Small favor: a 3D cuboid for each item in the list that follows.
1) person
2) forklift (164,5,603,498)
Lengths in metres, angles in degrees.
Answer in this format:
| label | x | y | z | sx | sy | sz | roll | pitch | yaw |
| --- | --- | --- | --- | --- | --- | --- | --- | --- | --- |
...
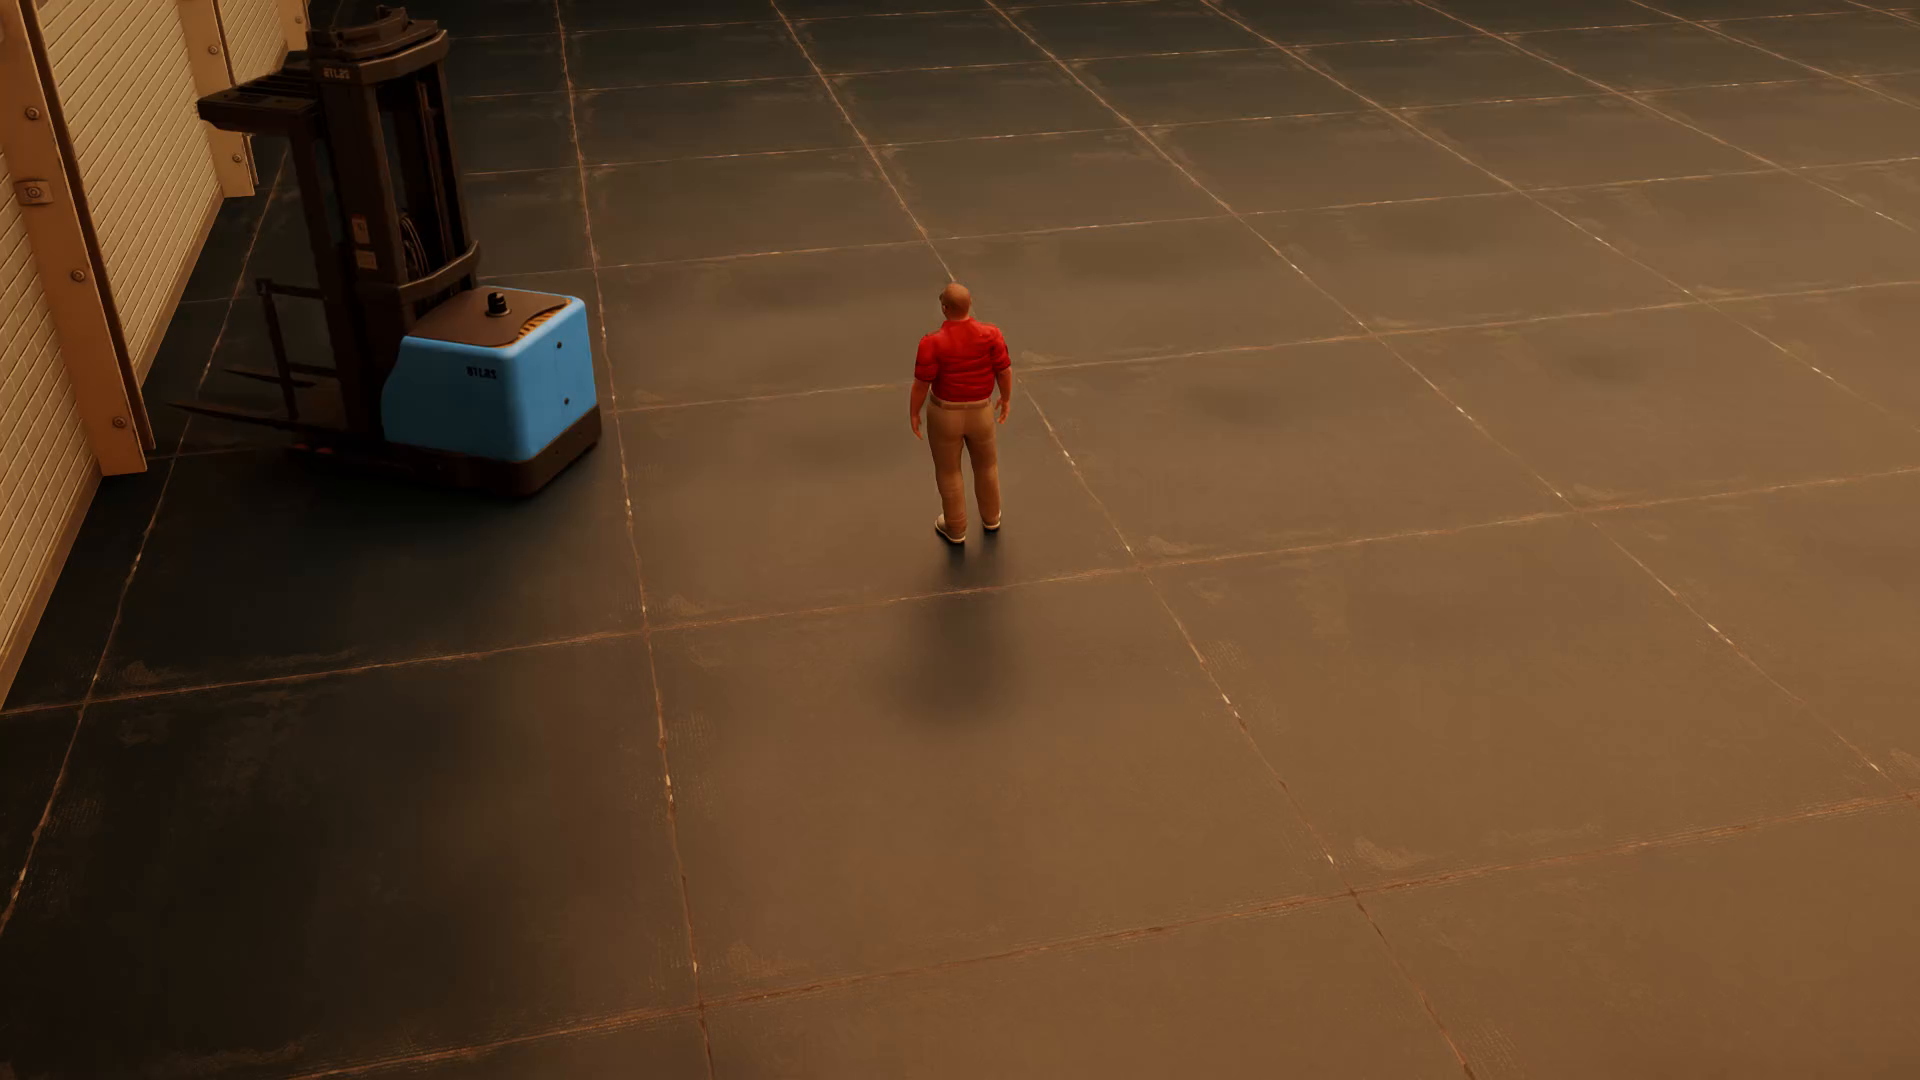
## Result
| label | x | y | z | sx | sy | sz | roll | pitch | yaw |
| --- | --- | --- | --- | --- | --- | --- | --- | --- | --- |
| person | -0.010 | -0.800 | 10.141 | 0.642 | 1.727 | 0.550 | -7 | 31 | -12 |
| forklift | -4.077 | -1.971 | 10.980 | 3.031 | 2.935 | 1.130 | 9 | 31 | 16 |
